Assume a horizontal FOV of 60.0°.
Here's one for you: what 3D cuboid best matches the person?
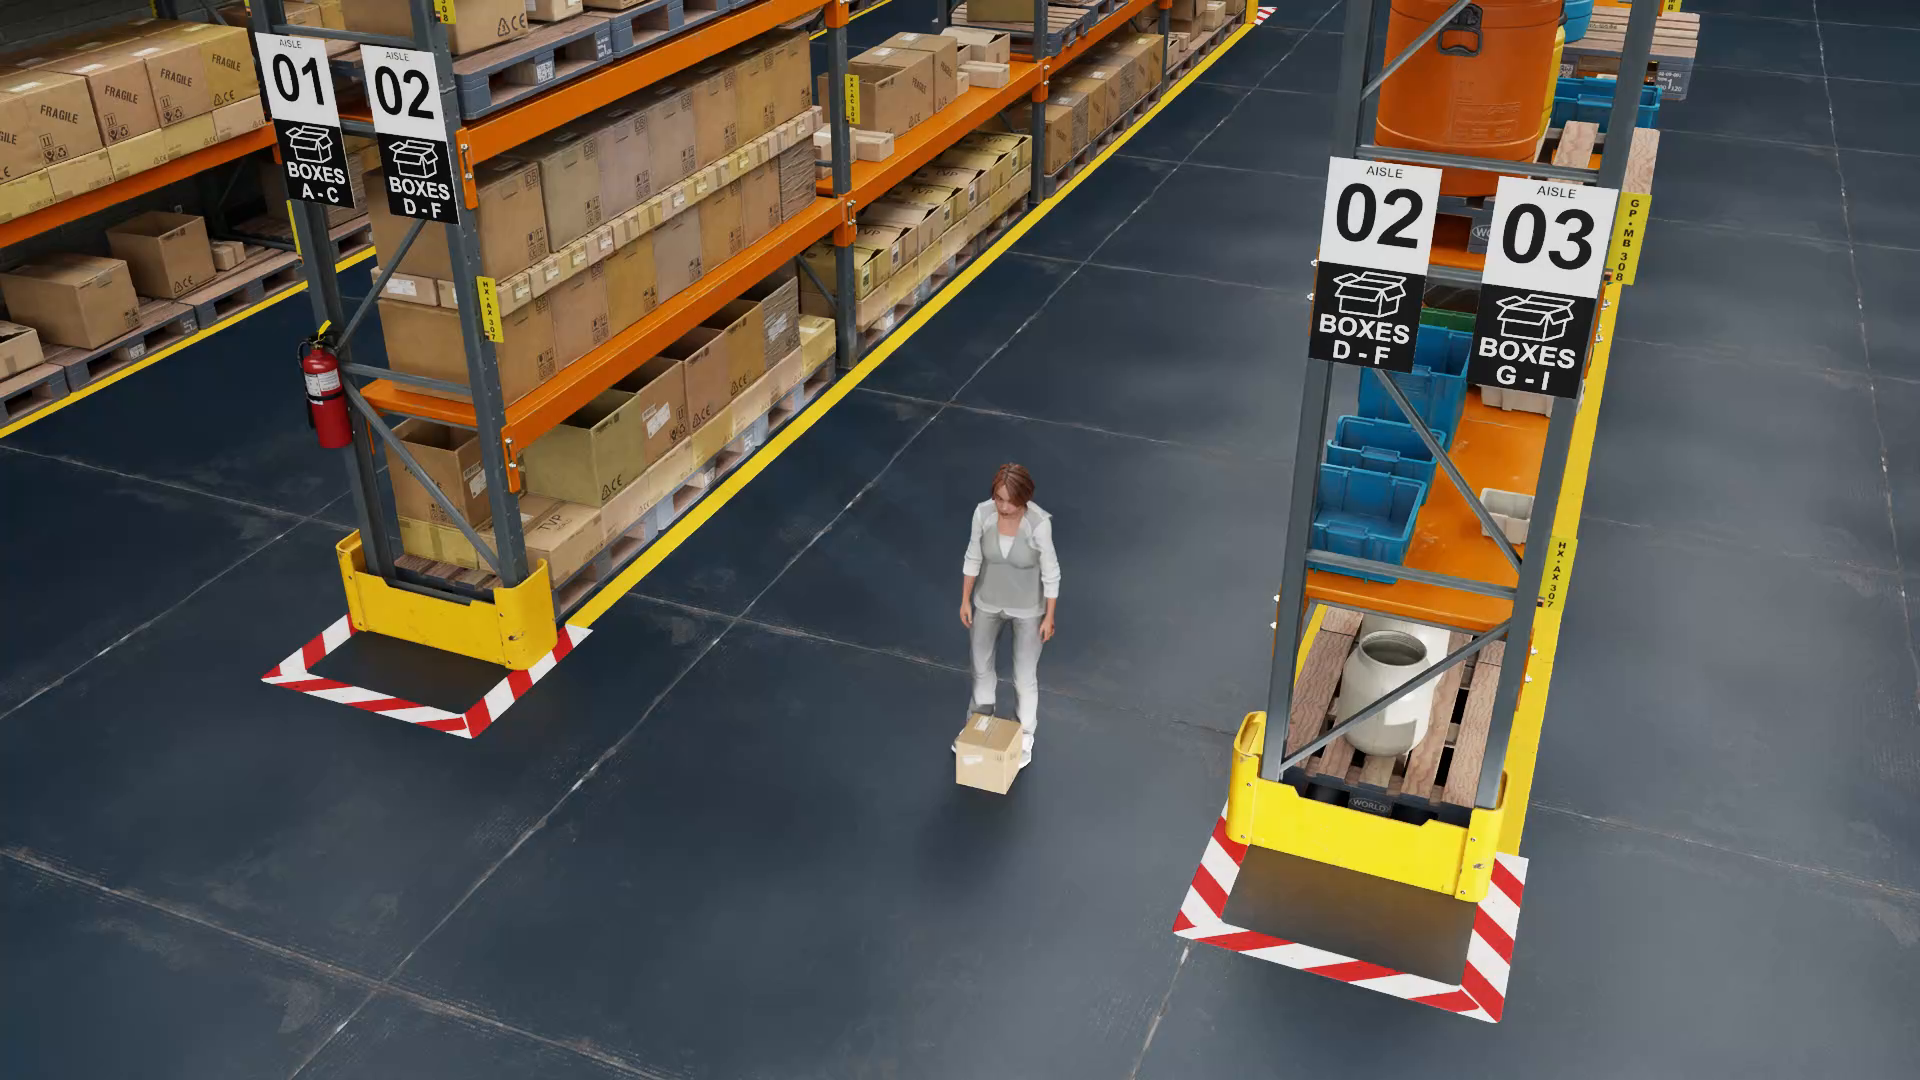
[{"bbox_3d":[0.224,0.335,7.816,0.484,1.594,0.325,10,31,17],"label":"person"}]
